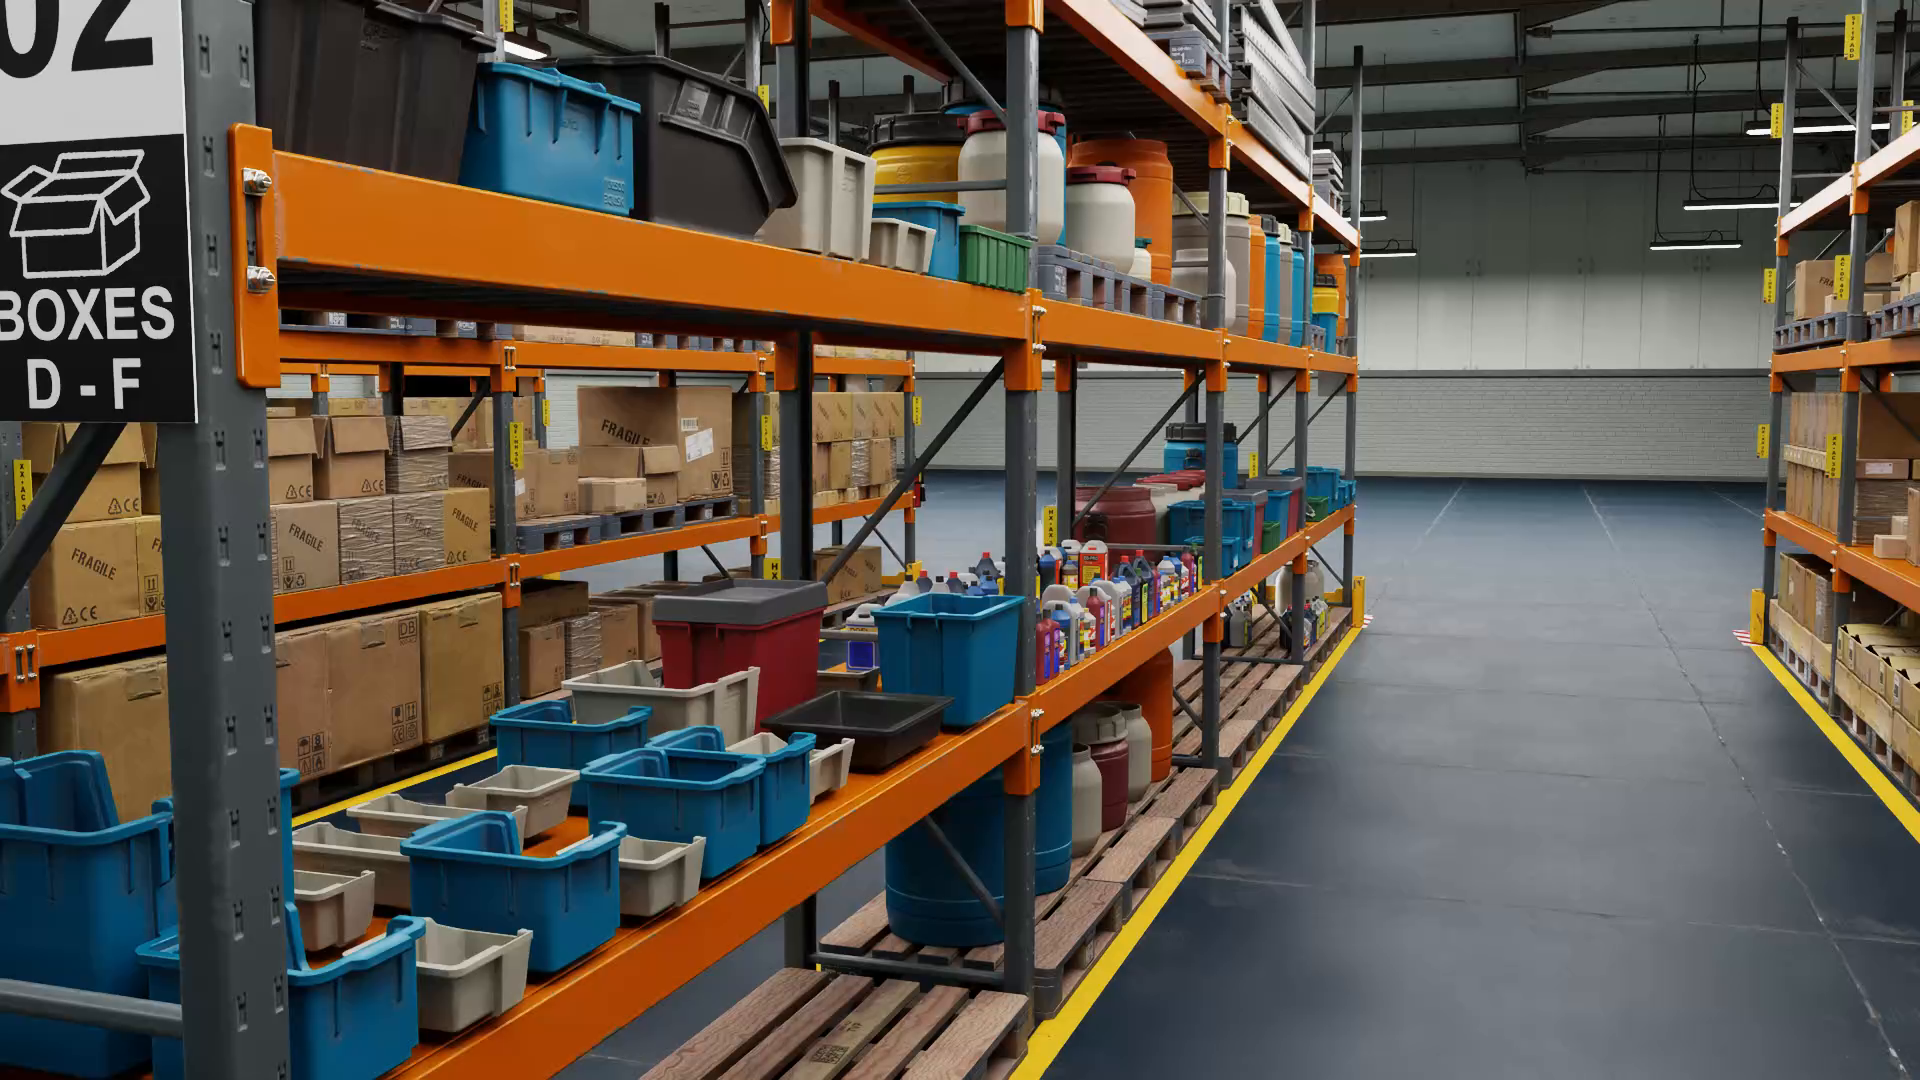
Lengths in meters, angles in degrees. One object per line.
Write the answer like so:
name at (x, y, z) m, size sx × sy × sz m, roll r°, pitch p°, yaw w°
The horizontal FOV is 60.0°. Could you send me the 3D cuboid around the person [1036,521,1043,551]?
person at (1.274, 0.229, 18.443) m, size 0.932 × 1.182 × 0.576 m, roll 1°, pitch 5°, yaw 16°
